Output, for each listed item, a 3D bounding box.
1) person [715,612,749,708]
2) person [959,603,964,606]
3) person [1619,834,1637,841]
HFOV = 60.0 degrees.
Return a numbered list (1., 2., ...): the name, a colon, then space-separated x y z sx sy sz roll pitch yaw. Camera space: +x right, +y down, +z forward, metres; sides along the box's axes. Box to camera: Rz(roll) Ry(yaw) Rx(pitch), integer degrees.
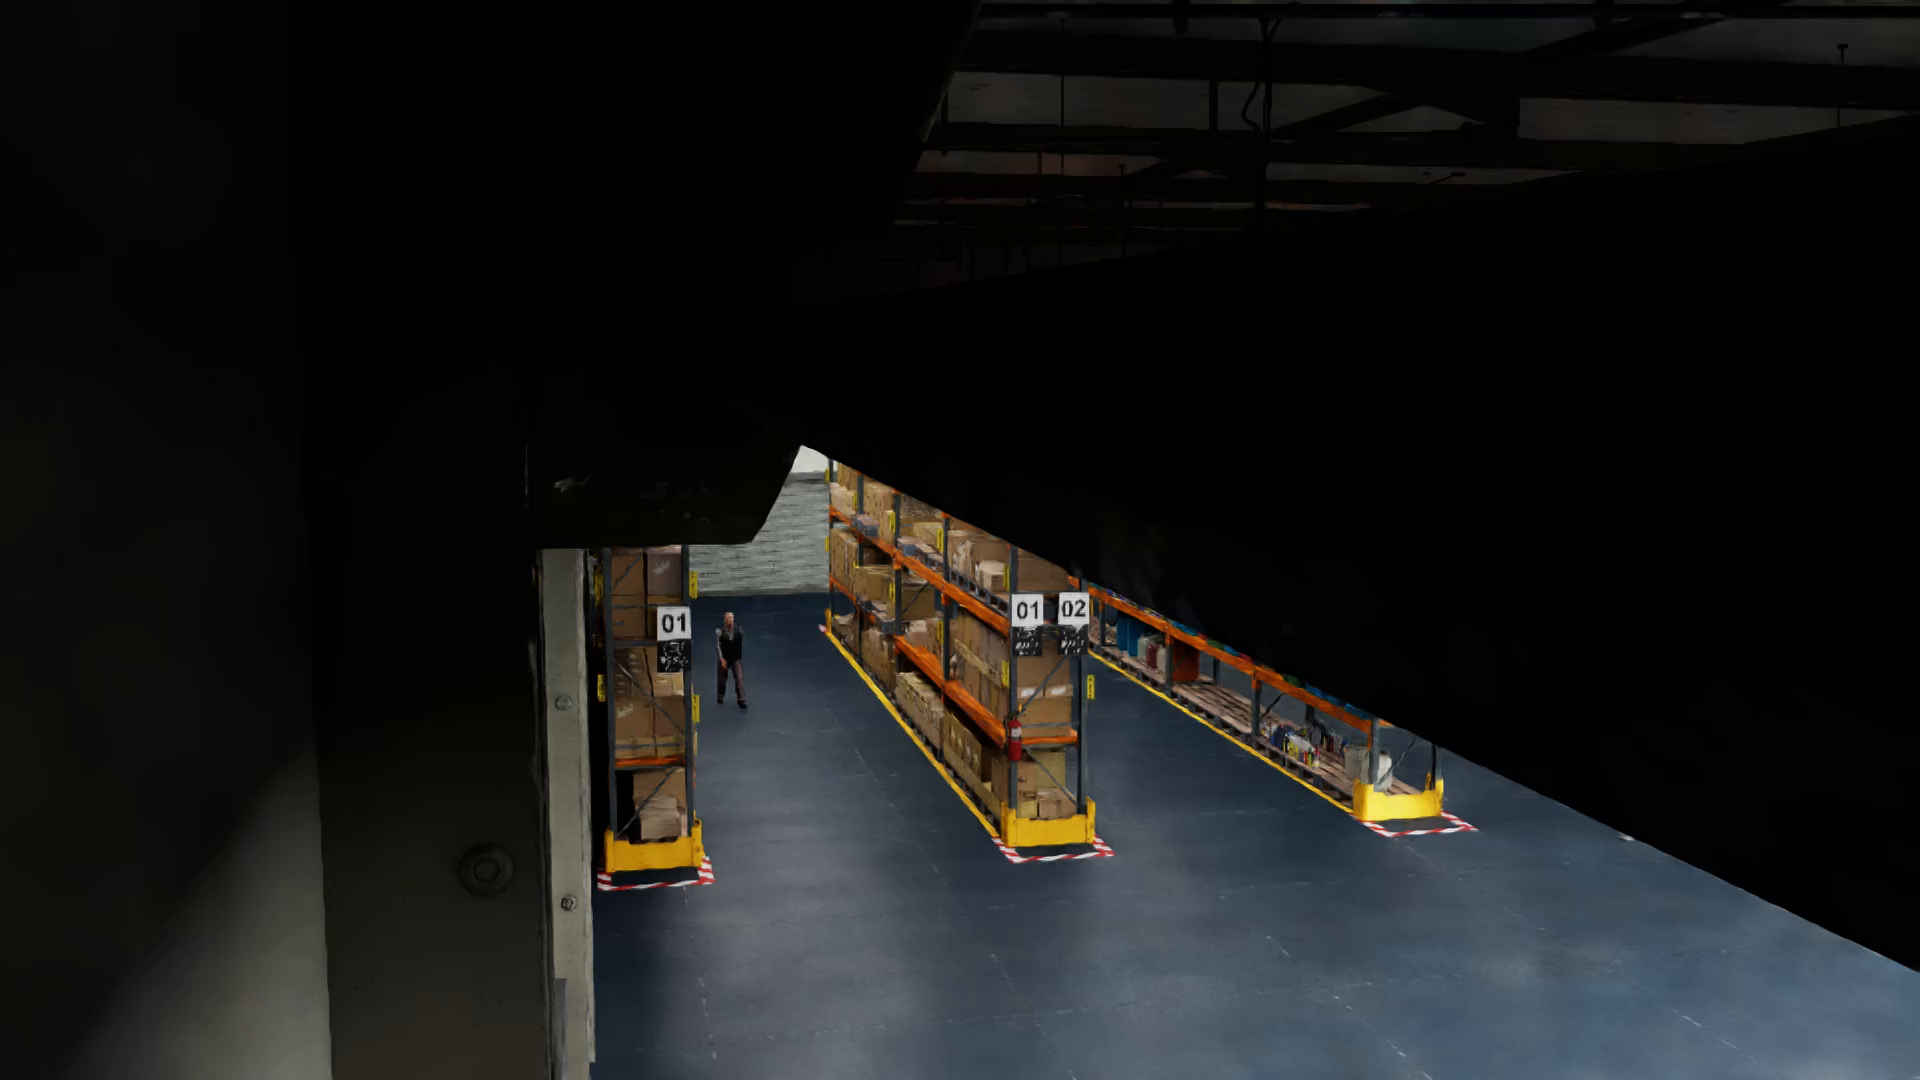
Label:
1. person: -4.011 2.069 28.912 0.538 1.664 1.026 -3 7 -20
2. person: 0.241 1.303 35.107 0.553 1.709 1.123 -1 7 -10
3. person: 8.703 2.946 21.204 0.542 1.782 0.642 -6 9 -41
